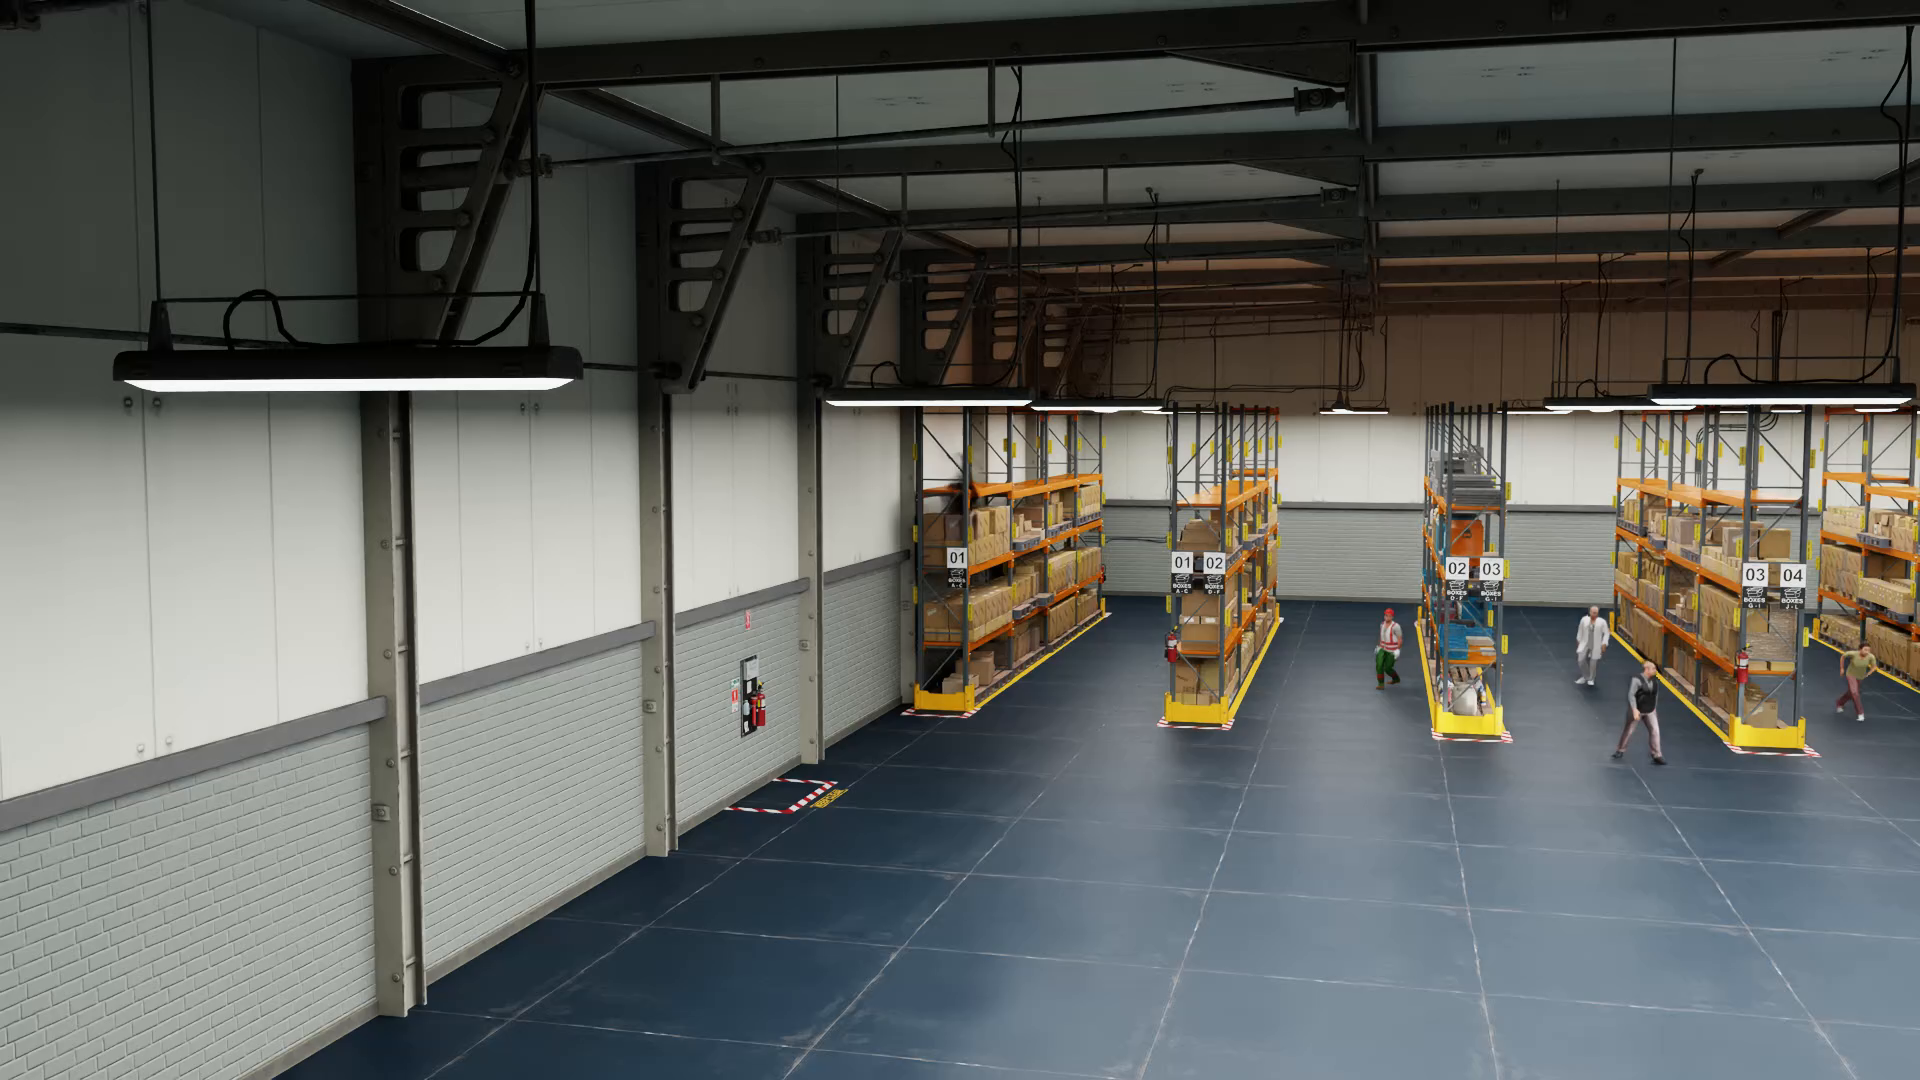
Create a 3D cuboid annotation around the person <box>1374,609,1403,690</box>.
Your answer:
[{"bbox_3d":[9.006,2.287,34.866,0.746,1.722,0.700,-3,5,-37],"label":"person"}]

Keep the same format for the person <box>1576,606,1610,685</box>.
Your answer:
[{"bbox_3d":[13.396,2.245,35.230,0.700,1.721,0.769,2,5,27],"label":"person"}]

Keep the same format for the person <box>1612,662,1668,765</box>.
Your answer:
[{"bbox_3d":[11.320,2.843,27.580,0.653,1.674,0.888,-1,4,-15],"label":"person"}]

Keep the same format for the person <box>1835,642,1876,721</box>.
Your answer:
[{"bbox_3d":[17.090,2.638,31.780,0.576,1.508,1.031,0,4,6],"label":"person"}]
